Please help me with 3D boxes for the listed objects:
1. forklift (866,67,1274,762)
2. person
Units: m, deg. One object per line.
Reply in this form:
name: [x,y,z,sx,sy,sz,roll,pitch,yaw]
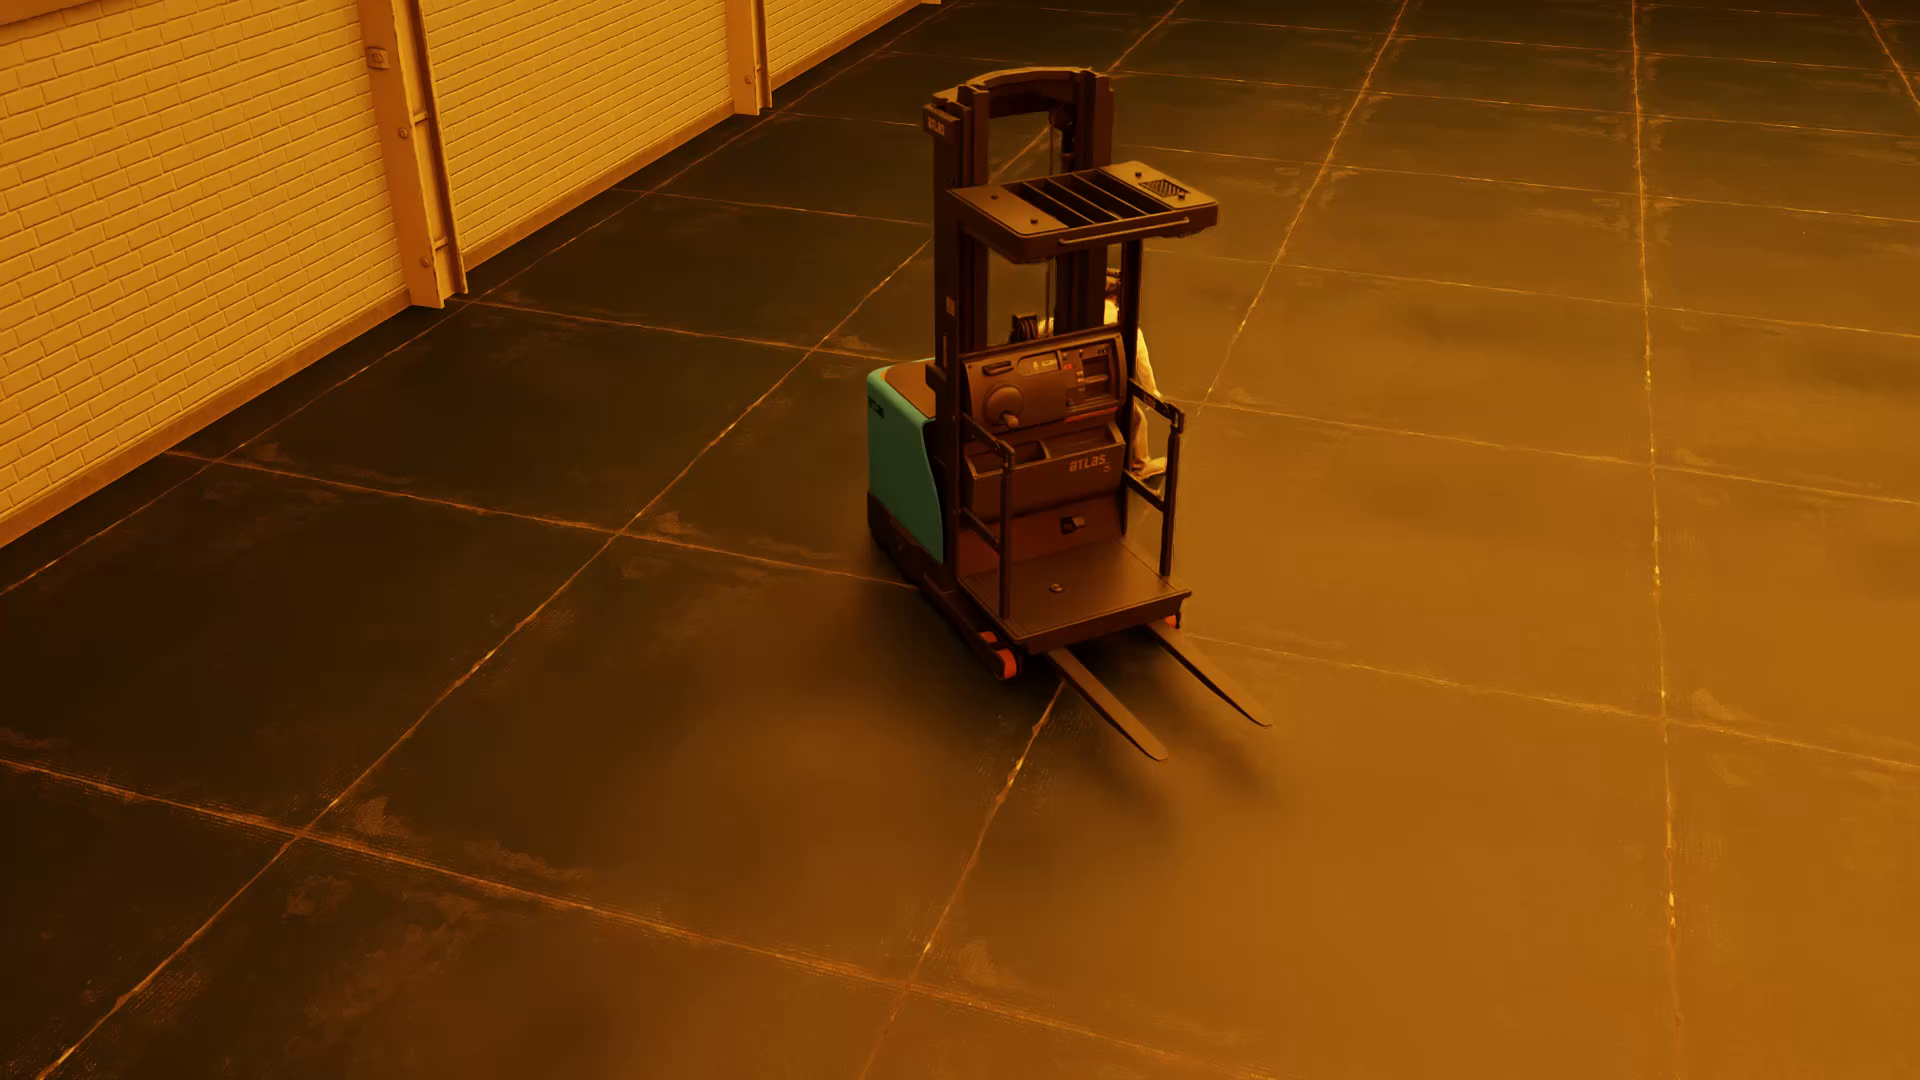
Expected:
forklift: [0.552,-0.784,8.511,1.130,2.935,3.031,-14,33,-23]
person: [0.762,-0.980,10.275,1.109,1.485,0.775,6,30,11]
